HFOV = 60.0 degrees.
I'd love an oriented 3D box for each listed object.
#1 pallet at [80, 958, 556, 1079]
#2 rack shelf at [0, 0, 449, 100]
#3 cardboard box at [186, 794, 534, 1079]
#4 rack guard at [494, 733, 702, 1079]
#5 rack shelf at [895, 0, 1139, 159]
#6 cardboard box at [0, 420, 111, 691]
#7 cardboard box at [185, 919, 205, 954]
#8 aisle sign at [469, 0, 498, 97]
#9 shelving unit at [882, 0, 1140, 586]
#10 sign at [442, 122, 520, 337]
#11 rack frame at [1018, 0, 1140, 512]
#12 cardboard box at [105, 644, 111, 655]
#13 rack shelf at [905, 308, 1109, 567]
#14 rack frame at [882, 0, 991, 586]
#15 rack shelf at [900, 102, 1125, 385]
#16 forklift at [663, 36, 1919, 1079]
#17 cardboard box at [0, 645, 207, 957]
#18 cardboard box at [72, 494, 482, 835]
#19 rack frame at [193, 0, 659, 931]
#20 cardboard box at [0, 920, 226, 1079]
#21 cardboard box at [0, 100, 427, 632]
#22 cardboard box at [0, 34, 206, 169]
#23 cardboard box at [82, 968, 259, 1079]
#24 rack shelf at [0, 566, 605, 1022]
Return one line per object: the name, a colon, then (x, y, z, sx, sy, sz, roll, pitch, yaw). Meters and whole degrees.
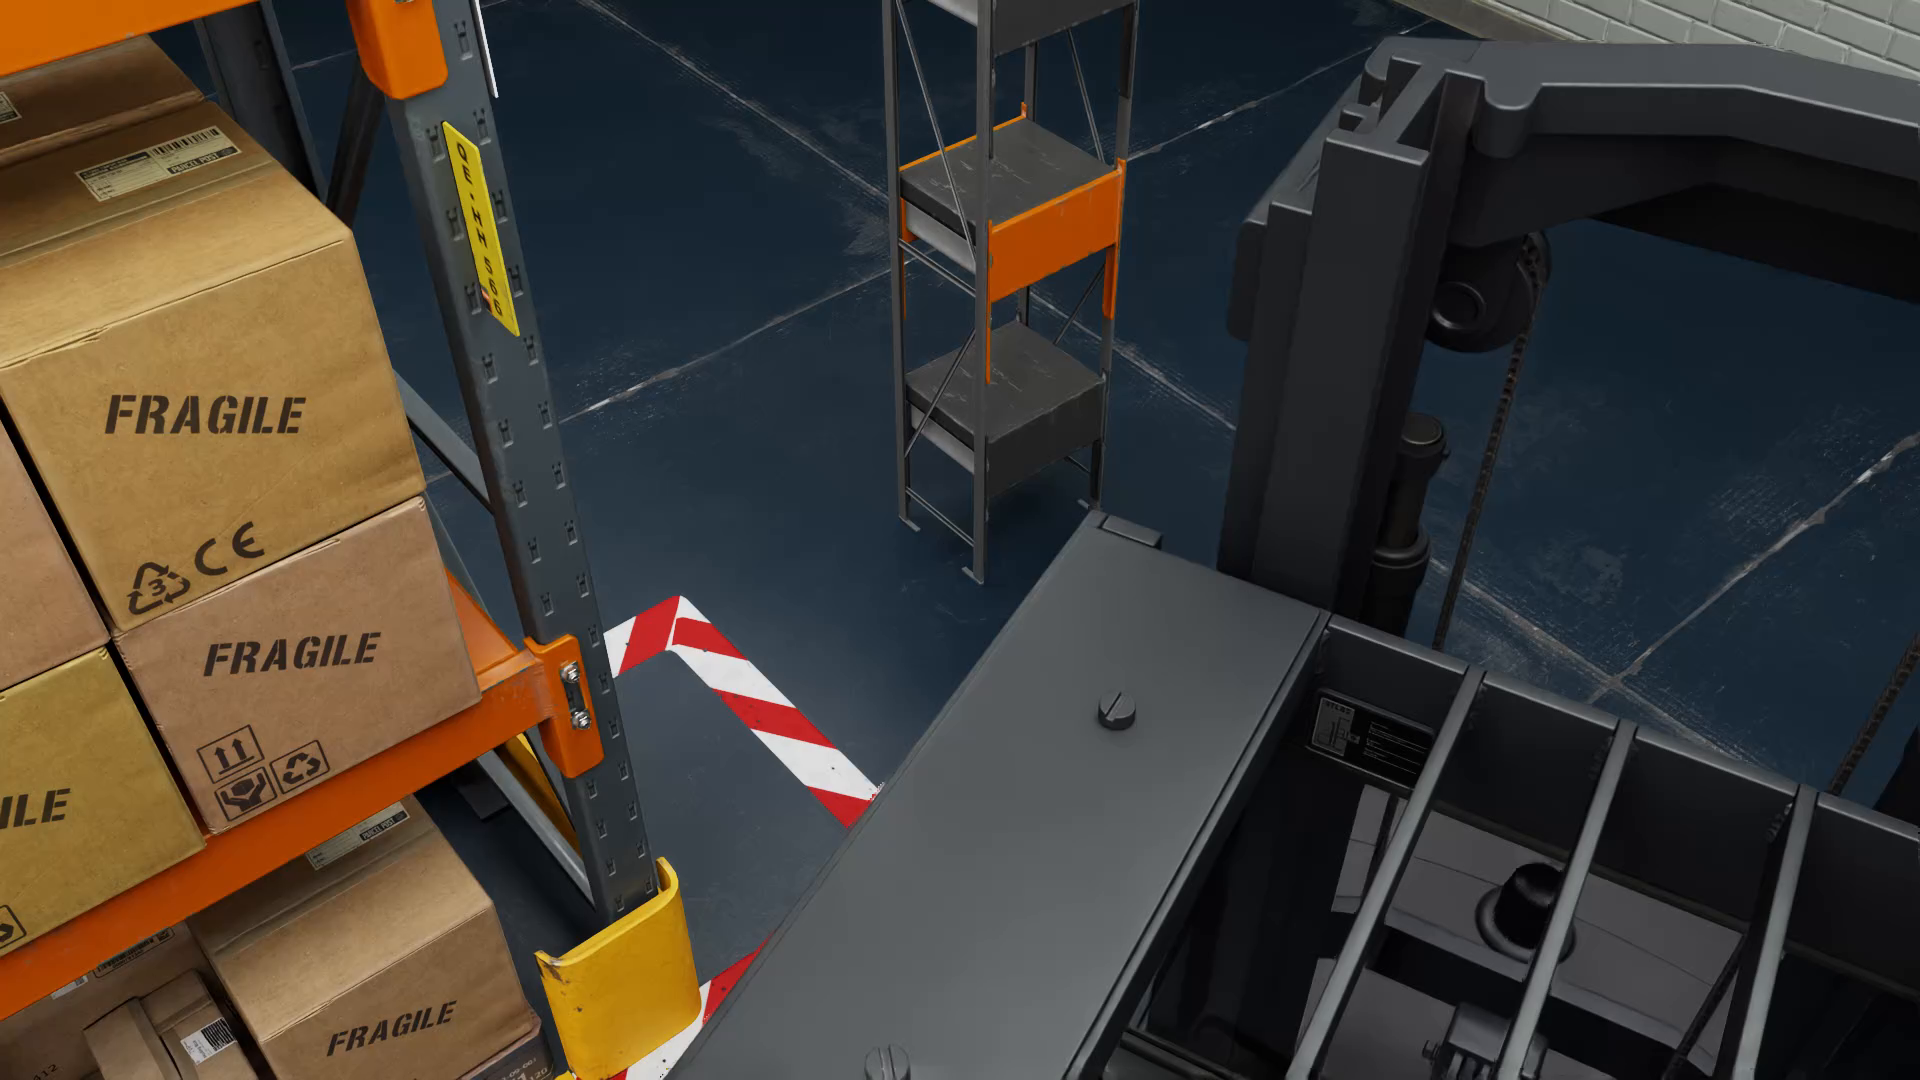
pallet: (-1.719, 1.182, 3.837, 1.213, 0.211, 1.003, -30, 51, -28)
rack shelf: (-2.584, -0.171, 1.576, 4.000, 0.370, 1.077, -30, 51, -28)
cardboard box: (-1.308, 0.900, 3.605, 0.500, 0.500, 0.500, -30, 51, -28)
rack guard: (-1.108, 0.726, 4.112, 0.348, 0.500, 1.175, -30, 51, -28)
rack shelf: (0.127, -1.338, 4.139, 0.480, 0.518, 0.431, -30, 51, -28)
cardboard box: (-1.601, -0.057, 2.316, 0.500, 0.500, 0.500, -28, 50, -27)
cardboard box: (-1.783, 0.767, 3.990, 0.250, 0.166, 0.380, -30, 51, -28)
aisle sign: (-0.801, -1.035, 2.262, 0.004, 0.787, 0.394, -30, 51, -28)
shelving unit: (0.127, -0.838, 4.609, 0.503, 2.100, 0.431, -30, 51, -28)
sign: (-0.709, -0.456, 2.467, 0.005, 0.325, 0.100, -30, 51, -28)
rack frame: (0.314, -0.945, 4.723, 0.015, 2.100, 0.400, -30, 51, -28)
cardboard box: (-1.559, -0.199, 3.197, 0.500, 0.500, 0.500, -29, 50, -27)
rack shelf: (0.127, -0.318, 5.097, 0.480, 0.518, 0.431, -30, 51, -28)
rack frame: (-0.060, -0.731, 4.494, 0.015, 2.100, 0.400, -30, 51, -28)
rack shelf: (0.127, -0.828, 4.618, 0.480, 0.518, 0.431, -30, 51, -28)
forklift: (0.453, 1.078, 1.961, 1.130, 2.935, 3.031, 21, 47, 21)
cardboard box: (-1.614, 0.314, 2.651, 0.500, 0.500, 0.500, -29, 51, -28)
cardboard box: (-1.218, 0.085, 2.896, 0.500, 0.500, 0.500, -28, 50, -27)
rack frame: (-1.049, -0.219, 3.292, 0.127, 3.000, 1.000, -30, 51, -28)
cardboard box: (-2.032, 0.933, 3.753, 0.500, 0.250, 0.500, -30, 51, -28)
cardboard box: (-1.214, -0.280, 2.553, 0.500, 0.500, 0.500, -30, 51, -28)
cardboard box: (-1.559, -0.563, 2.855, 0.500, 0.500, 0.500, -28, 50, -27)
cardboard box: (-1.677, 1.153, 3.580, 0.250, 0.166, 0.380, -30, 51, -28)
rack shelf: (-2.584, 0.922, 2.603, 4.000, 0.370, 1.077, -30, 51, -28)
